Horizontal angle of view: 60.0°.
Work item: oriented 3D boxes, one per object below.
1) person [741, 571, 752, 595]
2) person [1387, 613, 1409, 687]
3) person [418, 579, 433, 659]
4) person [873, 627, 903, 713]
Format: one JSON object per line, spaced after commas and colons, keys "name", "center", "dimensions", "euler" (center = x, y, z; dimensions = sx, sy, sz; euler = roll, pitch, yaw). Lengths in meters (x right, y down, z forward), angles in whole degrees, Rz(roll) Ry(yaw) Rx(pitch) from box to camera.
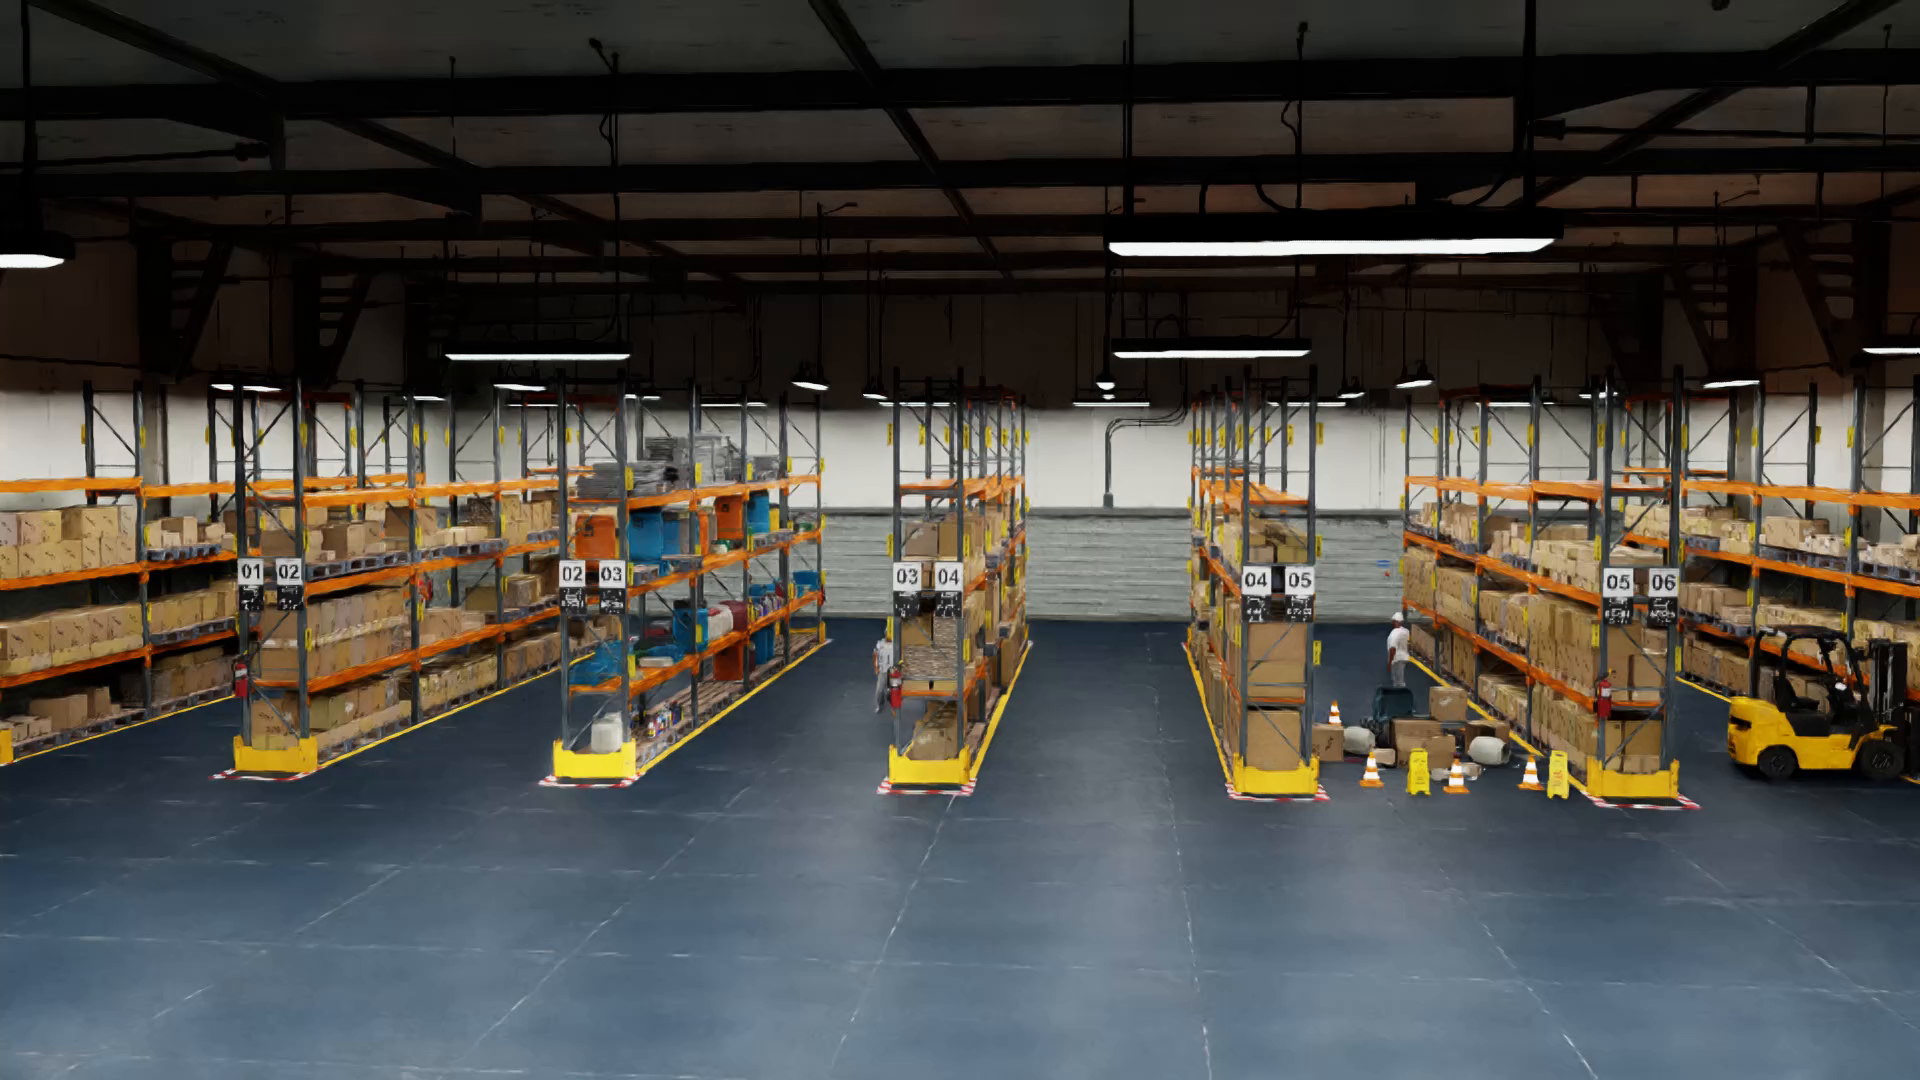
{"name": "person", "center": [-5.226, 1.603, 41.018], "dimensions": [0.444, 1.677, 0.552], "euler": [0, 4, -6]}
{"name": "person", "center": [7.992, 2.212, 30.490], "dimensions": [0.574, 1.764, 0.669], "euler": [2, 4, 32]}
{"name": "person", "center": [-12.118, 1.766, 37.372], "dimensions": [0.468, 1.794, 0.625], "euler": [-1, 4, -12]}
{"name": "person", "center": [-1.268, 2.345, 29.935], "dimensions": [0.621, 1.611, 0.577], "euler": [0, 4, 5]}
